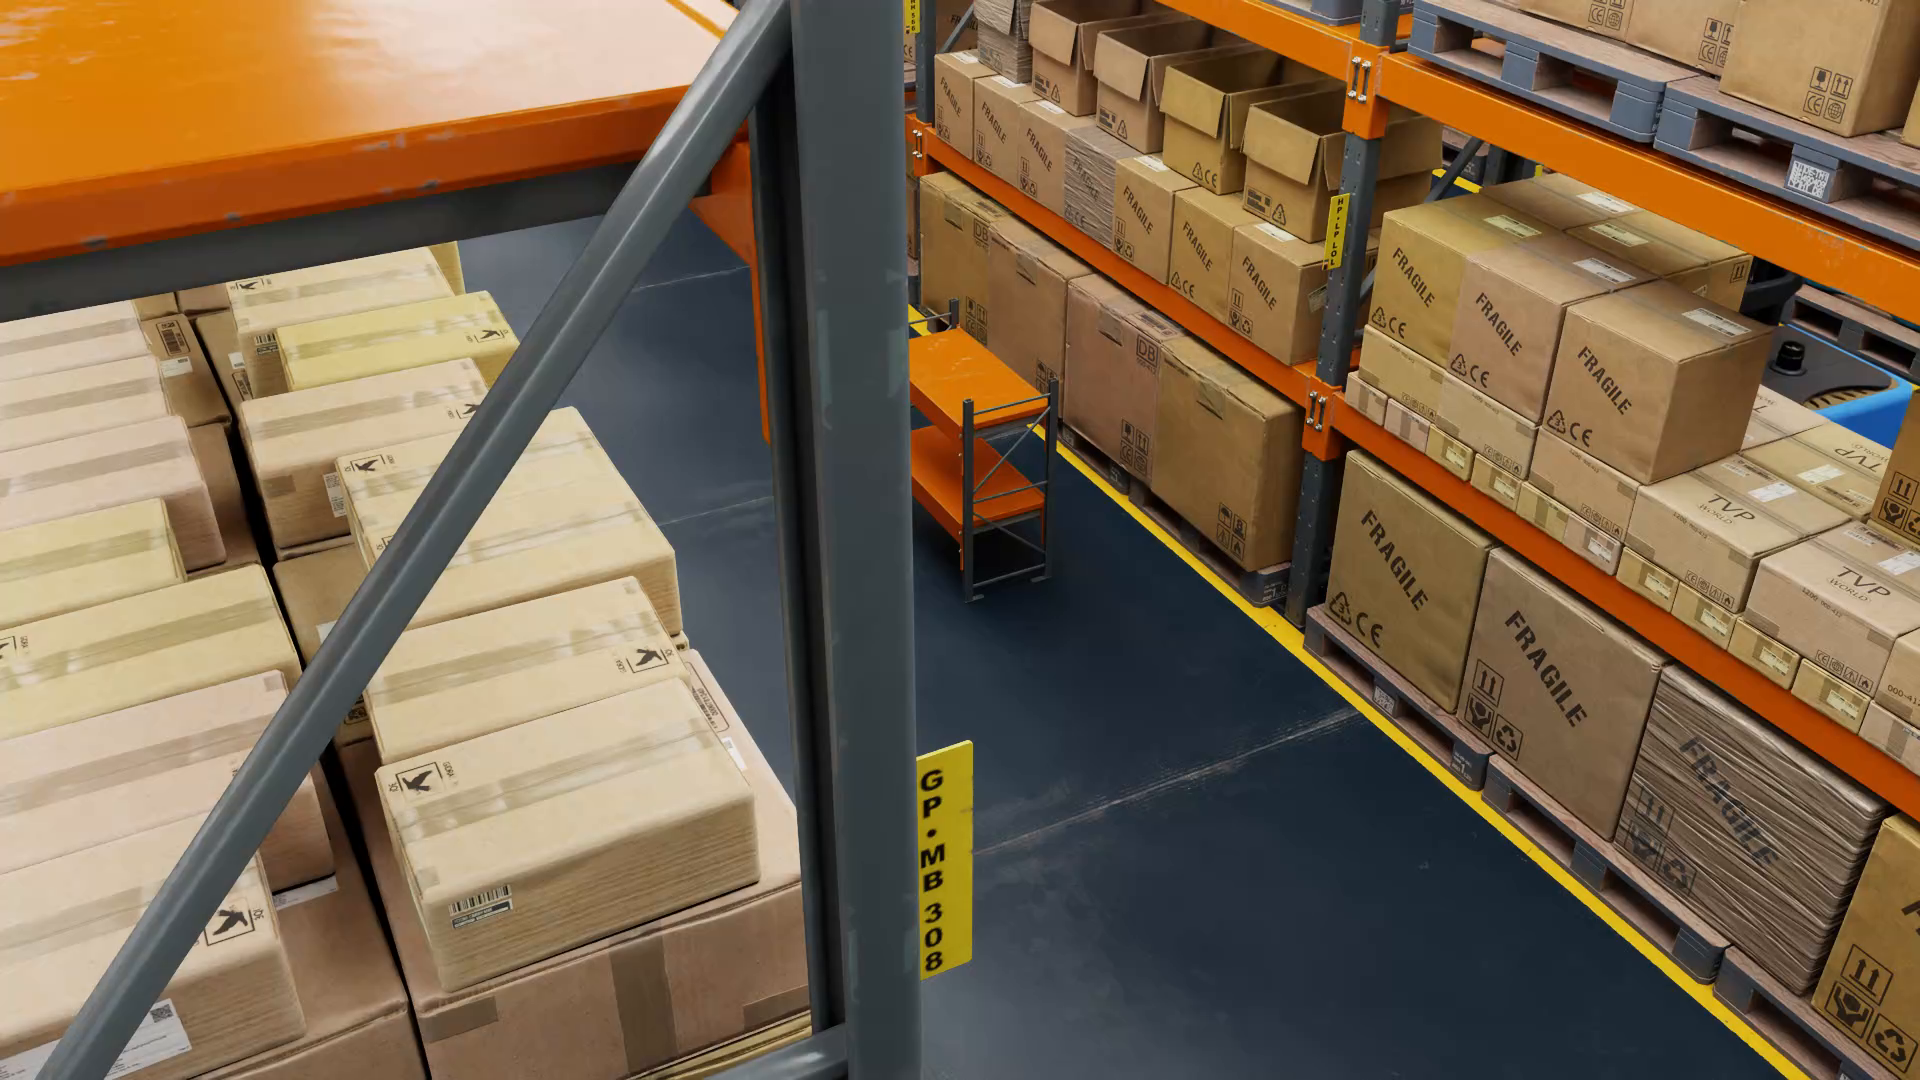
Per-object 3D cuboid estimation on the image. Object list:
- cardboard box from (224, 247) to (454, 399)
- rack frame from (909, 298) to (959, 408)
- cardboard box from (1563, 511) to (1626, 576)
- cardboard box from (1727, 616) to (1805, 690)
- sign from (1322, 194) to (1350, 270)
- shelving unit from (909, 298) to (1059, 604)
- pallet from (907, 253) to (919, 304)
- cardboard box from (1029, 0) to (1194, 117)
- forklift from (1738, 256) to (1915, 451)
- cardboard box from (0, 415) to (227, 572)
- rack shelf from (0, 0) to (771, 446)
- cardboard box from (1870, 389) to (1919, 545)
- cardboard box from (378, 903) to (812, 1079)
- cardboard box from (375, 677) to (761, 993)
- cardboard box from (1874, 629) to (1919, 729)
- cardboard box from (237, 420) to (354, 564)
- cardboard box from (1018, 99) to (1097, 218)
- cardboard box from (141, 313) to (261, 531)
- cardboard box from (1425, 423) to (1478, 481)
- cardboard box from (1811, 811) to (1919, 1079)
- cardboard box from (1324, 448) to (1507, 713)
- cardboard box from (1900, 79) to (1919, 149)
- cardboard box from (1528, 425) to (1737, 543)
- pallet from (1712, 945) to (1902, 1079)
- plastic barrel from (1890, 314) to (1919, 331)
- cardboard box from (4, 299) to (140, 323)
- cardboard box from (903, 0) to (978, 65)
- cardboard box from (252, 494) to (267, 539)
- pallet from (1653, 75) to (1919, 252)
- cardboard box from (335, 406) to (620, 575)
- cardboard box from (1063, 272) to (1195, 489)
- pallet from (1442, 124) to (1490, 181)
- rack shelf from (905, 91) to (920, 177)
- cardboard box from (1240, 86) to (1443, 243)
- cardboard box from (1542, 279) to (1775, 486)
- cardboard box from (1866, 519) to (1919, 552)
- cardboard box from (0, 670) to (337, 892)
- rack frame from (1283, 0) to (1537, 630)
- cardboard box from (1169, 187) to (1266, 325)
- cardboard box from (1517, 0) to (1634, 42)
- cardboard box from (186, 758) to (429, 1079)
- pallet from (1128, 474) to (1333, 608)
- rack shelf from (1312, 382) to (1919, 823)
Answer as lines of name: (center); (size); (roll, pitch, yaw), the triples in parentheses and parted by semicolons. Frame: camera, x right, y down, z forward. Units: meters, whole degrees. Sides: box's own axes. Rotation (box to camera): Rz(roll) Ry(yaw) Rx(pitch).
cardboard box: (-1.159, -0.411, 3.136); (0.380, 0.149, 0.250); (-15, 35, -22)
rack frame: (-0.234, -0.713, 8.820); (0.500, 1.125, 0.032); (-16, 36, -23)
cardboard box: (2.507, -0.031, 6.251); (0.380, 0.149, 0.250); (-15, 36, -23)
cardboard box: (2.867, 0.336, 5.677); (0.380, 0.149, 0.250); (-16, 36, -23)
sign: (1.583, -1.293, 6.988); (0.100, 0.325, 0.005); (-16, 36, -23)
shelving unit: (0.003, -0.470, 8.442); (0.538, 1.125, 1.048); (-16, 36, -23)
pallet: (-0.170, -2.088, 11.814); (1.003, 0.211, 1.213); (-16, 36, -23)
cardboard box: (0.821, -2.689, 9.144); (0.797, 0.503, 0.637); (-15, 36, -22)
forklift: (3.501, -1.674, 8.646); (1.130, 2.935, 3.031); (-14, 35, -21)
cardboard box: (-1.359, -0.035, 2.549); (0.380, 0.149, 0.250); (-17, 36, -24)
rack shelf: (-1.444, -1.048, 2.715); (1.077, 0.370, 4.000); (-16, 36, -23)
cardboard box: (3.458, -0.231, 5.498); (0.500, 0.500, 0.500); (-17, 36, -24)
cardboard box: (-0.495, 0.649, 2.314); (0.500, 0.250, 0.500); (-15, 35, -21)
cardboard box: (-0.461, 0.338, 1.968); (0.380, 0.149, 0.250); (-16, 36, -24)
cardboard box: (3.227, 0.460, 5.115); (0.500, 0.250, 0.500); (-17, 36, -24)
cardboard box: (-0.956, -0.050, 2.943); (0.500, 0.250, 0.500); (-15, 36, -23)
cardboard box: (0.664, -2.142, 9.220); (0.500, 0.500, 0.500); (-17, 36, -24)
cardboard box: (-1.652, -0.171, 3.131); (0.500, 0.250, 0.500); (-18, 37, -25)
cardboard box: (2.148, -0.399, 6.825); (0.380, 0.149, 0.250); (-15, 35, -22)
cardboard box: (3.554, 1.361, 5.425); (0.875, 0.875, 0.875); (-16, 36, -23)
cardboard box: (2.295, 0.072, 7.437); (0.875, 0.875, 0.875); (-16, 36, -23)
cardboard box: (3.194, -1.364, 4.743); (0.700, 0.500, 0.500); (-18, 37, -26)
cardboard box: (2.520, -0.268, 6.251); (0.500, 0.250, 0.500); (-15, 36, -22)
pallet: (3.481, 1.741, 5.837); (1.003, 0.211, 1.213); (-16, 36, -23)
plastic barrel: (6.201, -1.783, 10.309); (0.600, 0.901, 0.708); (-16, 36, -23)
cardboard box: (-1.751, -0.399, 3.117); (0.380, 0.149, 0.250); (-17, 36, -25)
cardboard box: (-0.094, -3.356, 10.726); (0.500, 0.500, 0.500); (-21, 38, -29)
cardboard box: (-1.219, -0.095, 3.476); (0.500, 0.250, 0.500); (-16, 36, -23)
pallet: (2.995, -1.232, 5.193); (1.003, 0.211, 1.213); (-16, 36, -23)
cardboard box: (-0.739, -0.053, 2.577); (0.380, 0.149, 0.250); (-15, 36, -22)
cardboard box: (1.325, -0.989, 9.094); (1.225, 0.875, 0.875); (-17, 36, -25)
pallet: (4.248, -3.340, 13.768); (1.003, 0.211, 1.213); (-16, 36, -23)
rack shelf: (-0.739, -3.541, 12.163); (1.077, 0.370, 4.000); (-16, 36, -23)
cardboard box: (1.753, -1.748, 7.675); (0.797, 0.503, 0.637); (-17, 36, -24)
cardboard box: (2.525, -0.581, 6.045); (0.500, 0.500, 0.500); (-17, 36, -25)
cardboard box: (3.459, 0.082, 5.704); (0.500, 0.250, 0.500); (-17, 36, -25)
cardboard box: (-0.974, 0.328, 1.983); (0.380, 0.149, 0.250); (-15, 36, -22)
rack frame: (2.058, -0.980, 7.500); (1.000, 3.000, 0.127); (-16, 36, -23)
cardboard box: (1.374, -1.415, 8.085); (0.500, 0.500, 0.500); (-15, 35, -22)
cardboard box: (2.476, -2.146, 5.964); (0.700, 0.500, 0.500); (-18, 37, -26)
cardboard box: (-0.951, 0.562, 1.988); (0.500, 0.250, 0.500); (-17, 36, -25)
pallet: (1.632, -0.156, 8.797); (1.003, 0.211, 1.213); (-16, 36, -23)
rack shelf: (2.991, 0.277, 6.204); (1.077, 0.370, 4.000); (-16, 36, -23)
